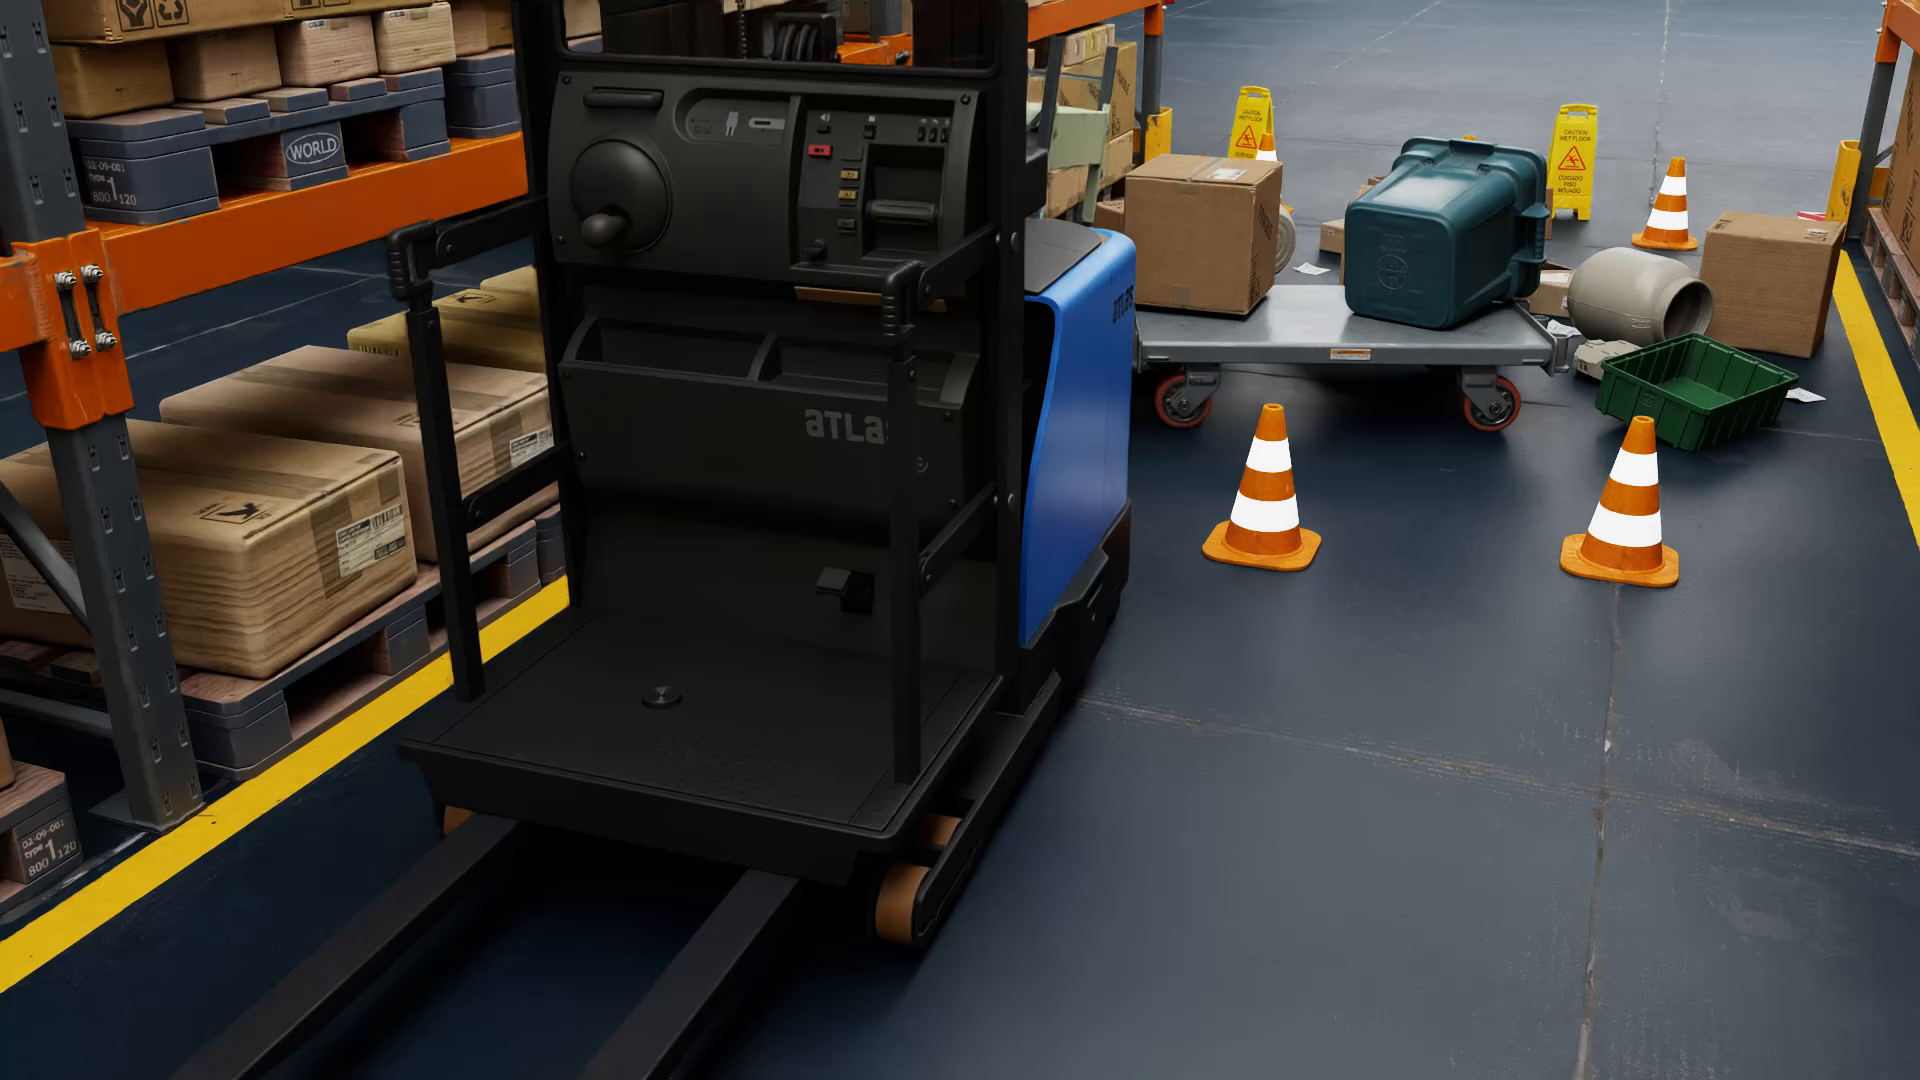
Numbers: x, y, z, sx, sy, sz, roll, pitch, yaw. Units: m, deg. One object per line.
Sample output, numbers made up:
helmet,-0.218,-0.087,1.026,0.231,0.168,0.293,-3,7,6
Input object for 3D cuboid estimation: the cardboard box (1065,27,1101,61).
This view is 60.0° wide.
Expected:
cardboard box,0.544,-2.701,9.032,0.380,0.149,0.250,9,24,21

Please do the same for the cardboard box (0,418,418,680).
cardboard box,-1.983,-0.004,4.232,0.950,0.372,0.625,7,24,16

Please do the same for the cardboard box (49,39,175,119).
cardboard box,-1.909,-0.990,3.508,0.380,0.149,0.250,7,24,17

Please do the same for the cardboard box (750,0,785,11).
cardboard box,-0.828,-1.918,5.732,0.380,0.149,0.250,8,24,19

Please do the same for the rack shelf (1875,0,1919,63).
rack shelf,4.660,-1.965,6.995,1.077,0.370,4.000,9,24,20

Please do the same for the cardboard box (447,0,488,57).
cardboard box,-1.490,-1.370,4.419,0.380,0.149,0.250,10,25,23

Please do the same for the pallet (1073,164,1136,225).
pallet,0.407,-2.085,9.968,1.003,0.211,1.213,9,24,20

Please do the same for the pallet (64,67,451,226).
pallet,-2.036,-1.004,4.010,1.213,0.211,1.003,9,24,20

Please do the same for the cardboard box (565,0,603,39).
cardboard box,-1.264,-1.561,4.876,0.380,0.149,0.250,10,25,22

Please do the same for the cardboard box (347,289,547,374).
cardboard box,-1.429,-0.540,5.515,0.950,0.372,0.625,10,25,22

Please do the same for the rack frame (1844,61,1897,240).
rack frame,5.403,-3.012,8.570,1.000,3.000,0.127,9,24,20

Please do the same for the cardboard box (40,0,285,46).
cardboard box,-1.820,-1.327,3.475,0.500,0.500,0.500,8,24,19

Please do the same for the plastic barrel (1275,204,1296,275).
plastic barrel,1.408,-1.540,8.388,0.421,0.421,0.512,-12,25,-26

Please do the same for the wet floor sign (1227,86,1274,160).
wet floor sign,1.833,-2.513,10.430,0.267,0.644,0.232,19,29,38

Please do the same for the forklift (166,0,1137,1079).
forklift,-0.481,-0.720,3.172,1.130,2.935,3.031,8,24,18

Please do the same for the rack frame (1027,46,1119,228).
rack frame,0.211,-0.866,5.458,0.400,1.500,0.023,12,17,14

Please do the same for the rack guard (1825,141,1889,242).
rack guard,5.412,-1.867,9.072,1.175,0.500,0.348,9,24,20

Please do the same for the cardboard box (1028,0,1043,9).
cardboard box,0.182,-2.661,8.054,0.380,0.149,0.250,9,24,20

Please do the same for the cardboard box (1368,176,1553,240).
cardboard box,2.468,-1.542,8.288,0.797,0.503,0.637,-7,24,-17

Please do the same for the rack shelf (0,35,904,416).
rack shelf,-1.459,-1.206,5.178,1.077,0.370,4.000,9,24,20

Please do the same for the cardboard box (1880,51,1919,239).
cardboard box,5.212,-1.974,8.295,0.875,0.875,0.875,9,24,20

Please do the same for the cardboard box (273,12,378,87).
cardboard box,-1.628,-1.177,3.958,0.380,0.149,0.250,7,24,17

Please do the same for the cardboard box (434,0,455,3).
cardboard box,-1.442,-1.706,4.381,0.500,0.500,0.500,9,24,21

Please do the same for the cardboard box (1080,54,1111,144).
cardboard box,0.523,-2.445,9.260,0.500,0.500,0.500,10,25,22

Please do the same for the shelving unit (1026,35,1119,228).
shelving unit,0.105,-0.780,5.118,0.431,1.500,0.755,12,17,14

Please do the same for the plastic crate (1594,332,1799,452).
plastic crate,2.765,-0.560,6.272,0.662,0.188,0.450,-17,38,-35

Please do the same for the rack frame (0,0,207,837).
rack frame,-2.202,-0.822,3.326,1.000,3.000,0.127,9,24,20

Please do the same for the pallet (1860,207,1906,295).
pallet,5.178,-1.428,8.395,1.003,0.211,1.213,9,24,20

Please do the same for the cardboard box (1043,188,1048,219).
cardboard box,0.136,-1.734,8.532,0.500,0.250,0.500,8,24,19

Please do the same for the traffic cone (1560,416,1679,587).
traffic cone,2.017,-0.147,5.001,0.336,0.463,0.334,9,24,20

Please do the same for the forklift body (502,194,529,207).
forklift body,-2.851,-3.063,9.792,2.313,2.155,1.214,9,24,20

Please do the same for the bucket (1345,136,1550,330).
bucket,1.827,-1.151,6.388,0.726,0.611,0.620,19,39,38

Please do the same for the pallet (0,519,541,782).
pallet,-1.911,0.185,4.533,1.003,0.211,1.213,9,24,20

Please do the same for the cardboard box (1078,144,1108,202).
cardboard box,0.519,-2.098,9.403,0.500,0.250,0.500,9,24,20

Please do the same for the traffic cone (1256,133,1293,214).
traffic cone,1.807,-2.176,9.858,0.336,0.463,0.334,9,24,20

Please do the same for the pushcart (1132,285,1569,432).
pushcart,1.419,-0.735,6.520,1.648,0.377,0.936,1,23,2

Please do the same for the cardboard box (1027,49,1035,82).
cardboard box,0.142,-2.313,8.105,0.380,0.149,0.250,10,25,23

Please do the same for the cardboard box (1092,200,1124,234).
cardboard box,0.945,-1.290,7.686,0.500,0.500,0.500,-12,25,-26

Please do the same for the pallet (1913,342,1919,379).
pallet,4.272,-0.555,6.305,1.003,0.211,1.213,9,24,20

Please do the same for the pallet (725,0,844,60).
pallet,-1.135,-1.912,6.185,1.003,0.211,1.213,9,24,20

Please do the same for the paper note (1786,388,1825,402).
paper note,3.326,-0.581,6.601,0.147,0.020,0.142,-7,24,-17

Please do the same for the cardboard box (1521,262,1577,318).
cardboard box,2.845,-1.198,7.774,0.396,0.266,0.258,13,26,29

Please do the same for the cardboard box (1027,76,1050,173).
cardboard box,0.136,-2.075,8.377,0.500,0.500,0.500,10,25,23
